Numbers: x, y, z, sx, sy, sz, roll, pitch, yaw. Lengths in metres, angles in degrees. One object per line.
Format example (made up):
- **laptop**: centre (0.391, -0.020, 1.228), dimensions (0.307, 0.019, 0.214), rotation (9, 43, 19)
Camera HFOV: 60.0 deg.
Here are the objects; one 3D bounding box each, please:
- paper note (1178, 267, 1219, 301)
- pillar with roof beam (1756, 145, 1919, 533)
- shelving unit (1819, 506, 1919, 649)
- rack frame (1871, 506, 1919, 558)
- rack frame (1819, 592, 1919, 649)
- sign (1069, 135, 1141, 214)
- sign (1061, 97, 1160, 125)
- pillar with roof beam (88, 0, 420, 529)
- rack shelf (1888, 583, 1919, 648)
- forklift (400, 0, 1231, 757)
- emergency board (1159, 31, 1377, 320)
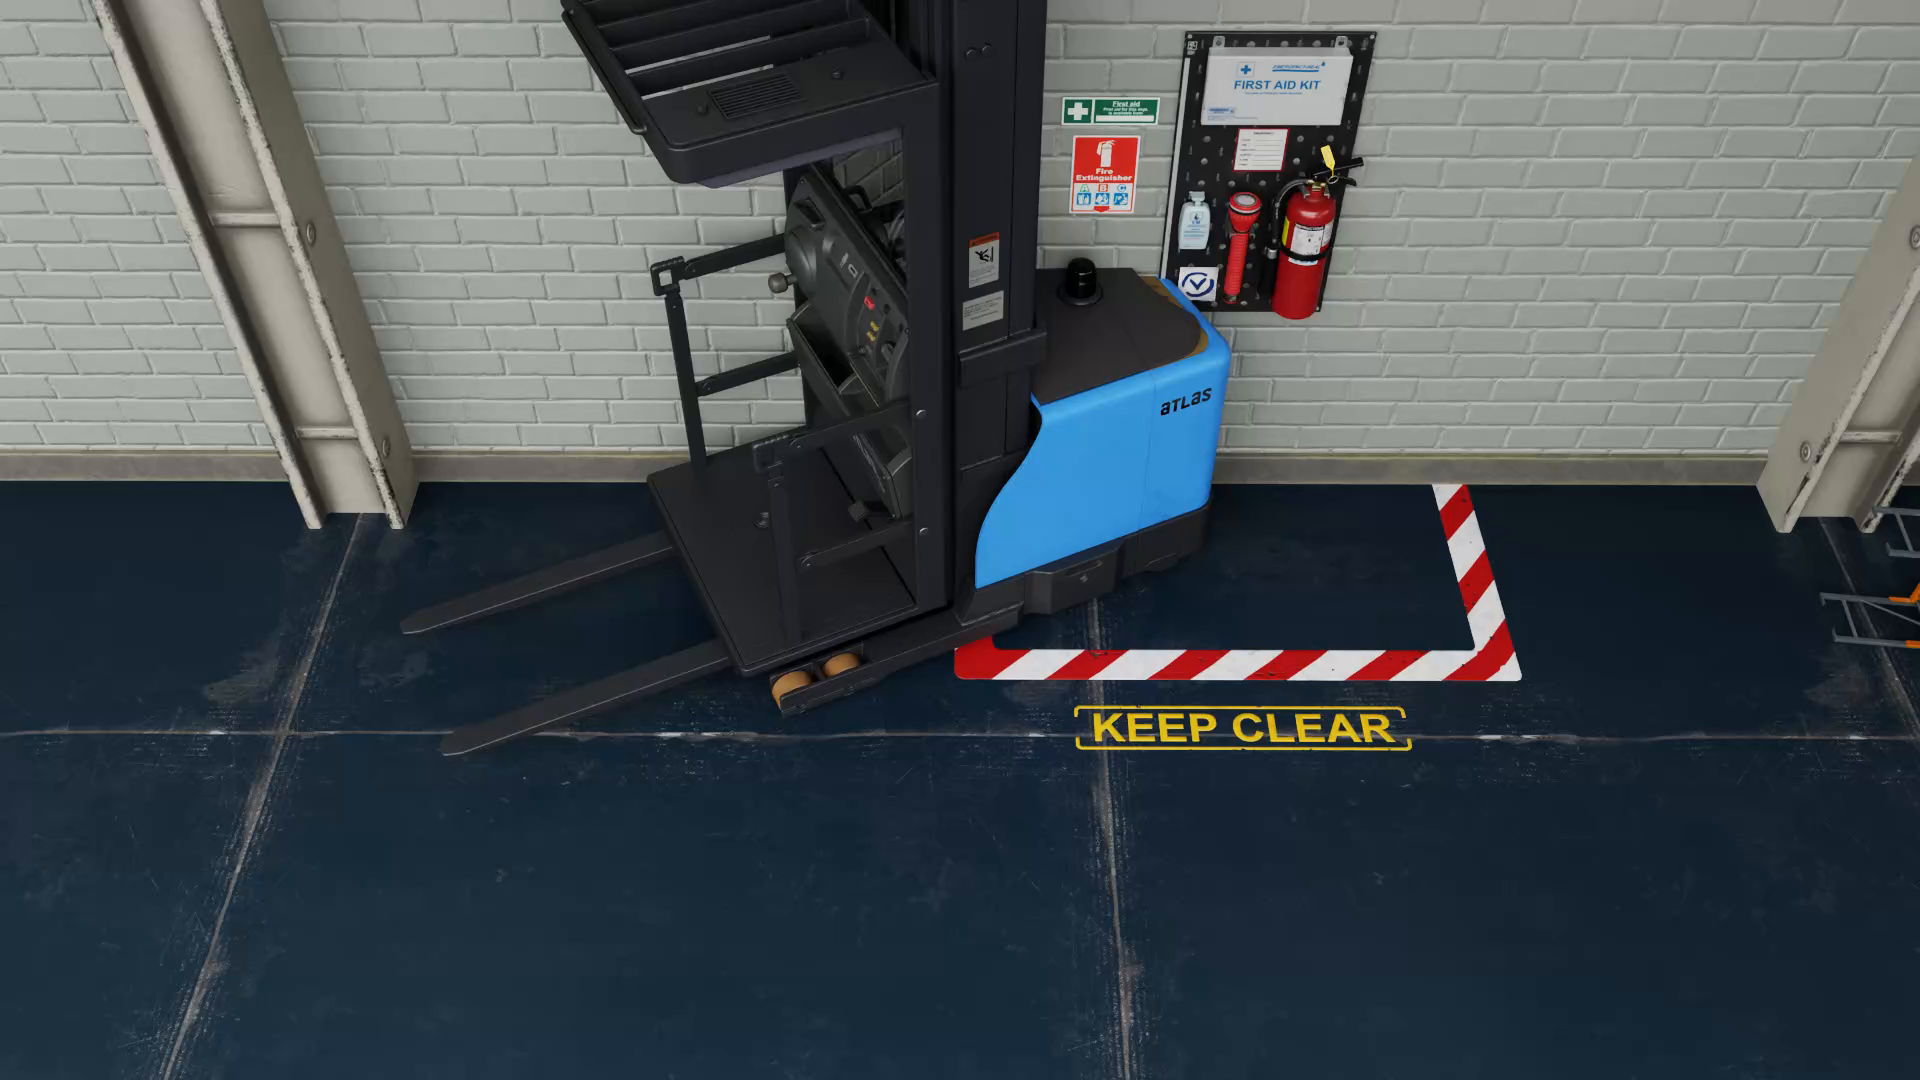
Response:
- **paper note**: centre (0.885, -0.951, 6.188), dimensions (0.142, 0.148, 0.016), rotation (0, 47, 0)
- **pillar with roof beam**: centre (3.517, -0.058, 0.657), dimensions (0.400, 9.000, 9.100), rotation (0, 47, 0)
- **shelving unit**: centre (3.959, 0.182, 6.224), dimensions (1.200, 0.503, 0.258), rotation (5, 47, 3)
- **rack frame**: centre (3.963, 0.016, 6.045), dimensions (1.200, 0.015, 0.240), rotation (5, 47, 3)
- **rack frame**: centre (3.955, 0.348, 6.403), dimensions (1.200, 0.015, 0.240), rotation (5, 47, 3)
- **sign**: centre (0.509, -1.289, 5.877), dimensions (0.234, 0.329, 0.001), rotation (0, 47, 0)
- **sign**: centre (0.514, -1.463, 5.677), dimensions (0.331, 0.109, 0.001), rotation (0, 47, 0)
- **pillar with roof beam**: centre (-2.483, -0.075, 0.672), dimensions (0.400, 9.000, 9.100), rotation (0, 47, 0)
- **rack shelf**: centre (3.694, 0.159, 6.239), dimensions (0.148, 0.480, 0.258), rotation (5, 47, 3)
- **forklift**: centre (-0.568, -0.799, 5.492), dimensions (3.031, 2.935, 1.130), rotation (-19, 50, -17)
- **emergency board**: centre (1.062, -1.200, 5.818), dimensions (0.643, 1.169, 0.194), rotation (0, 47, 0)
